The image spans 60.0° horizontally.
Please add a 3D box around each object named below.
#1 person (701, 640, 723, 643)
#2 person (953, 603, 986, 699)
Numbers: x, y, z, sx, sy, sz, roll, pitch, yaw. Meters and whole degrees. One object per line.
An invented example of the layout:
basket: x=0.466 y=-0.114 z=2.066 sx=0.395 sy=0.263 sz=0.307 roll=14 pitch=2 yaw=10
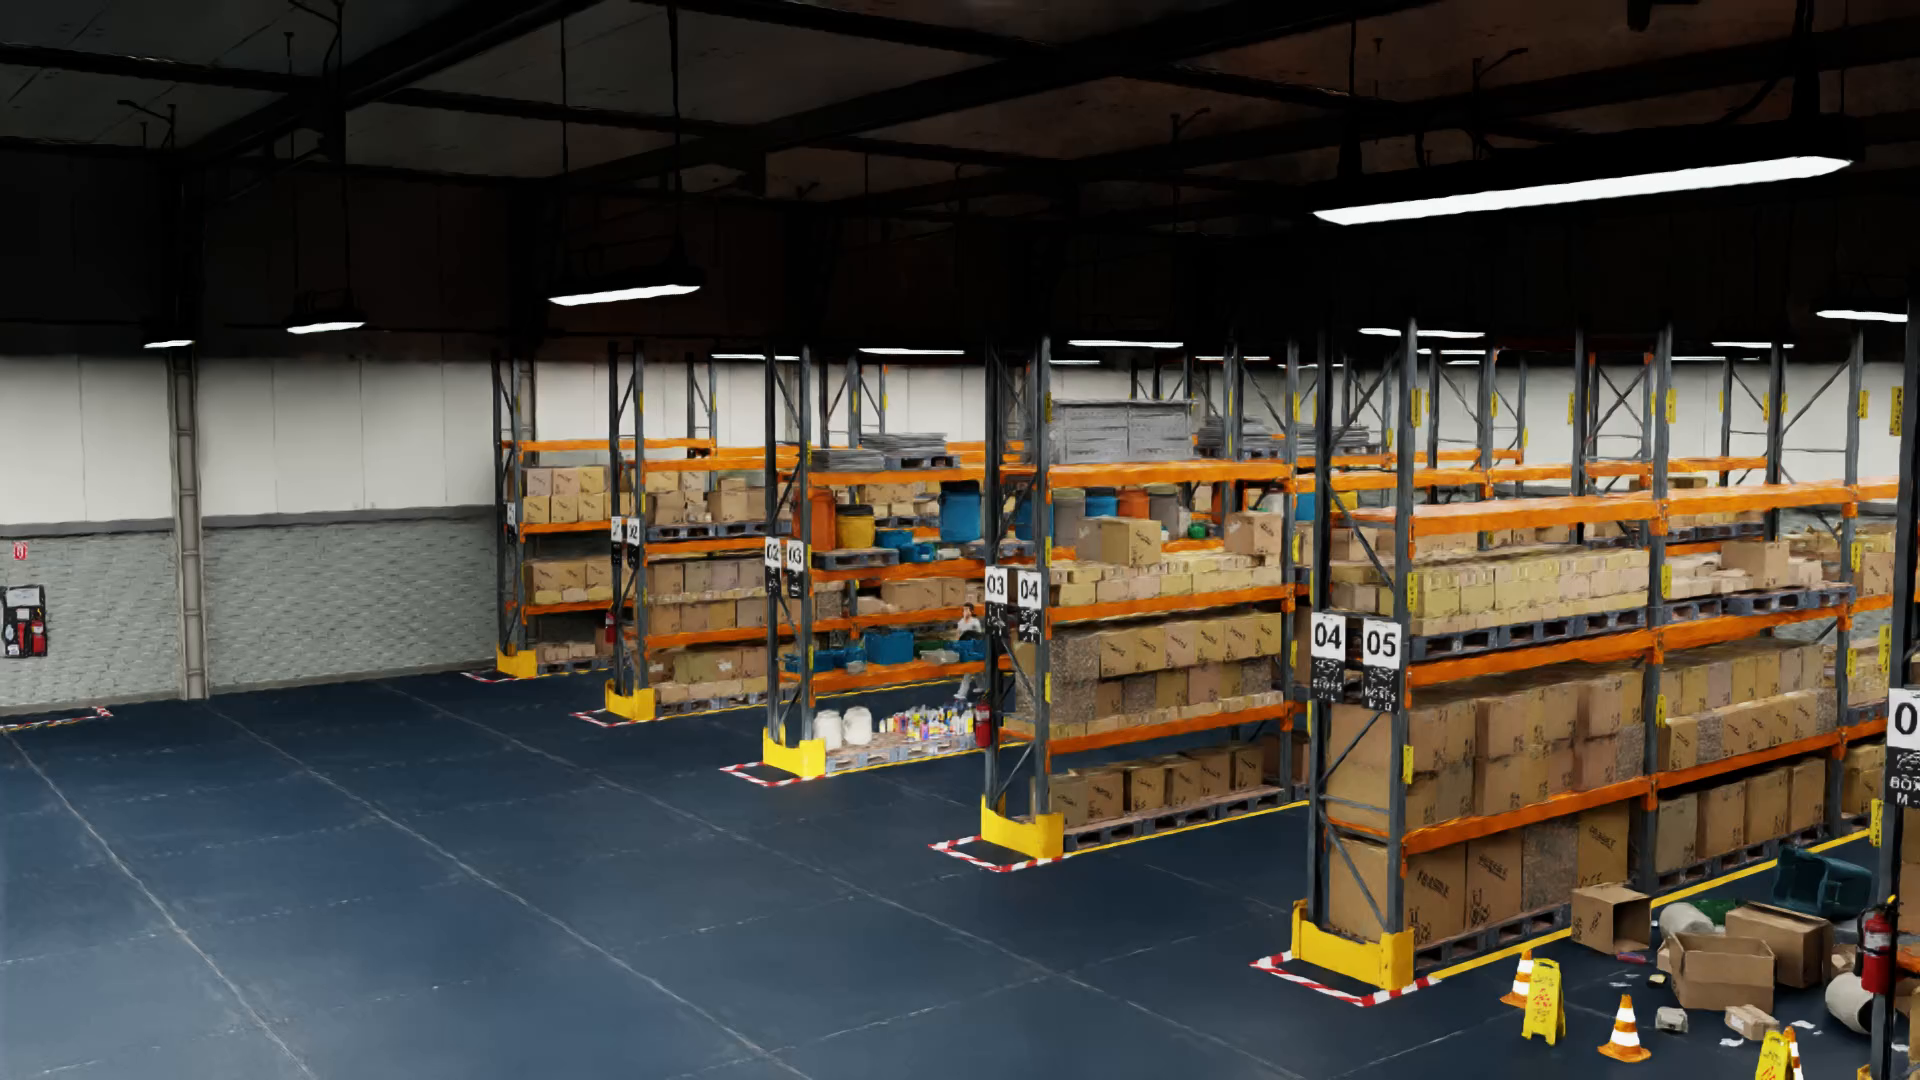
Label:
person: x=-4.397 y=1.718 z=29.560 sx=1.130 sy=1.673 sz=0.540 roll=-4 pitch=6 yaw=-39
person: x=0.143 y=1.863 z=28.322 sx=0.444 sy=1.604 sz=1.018 roll=5 pitch=7 yaw=44
